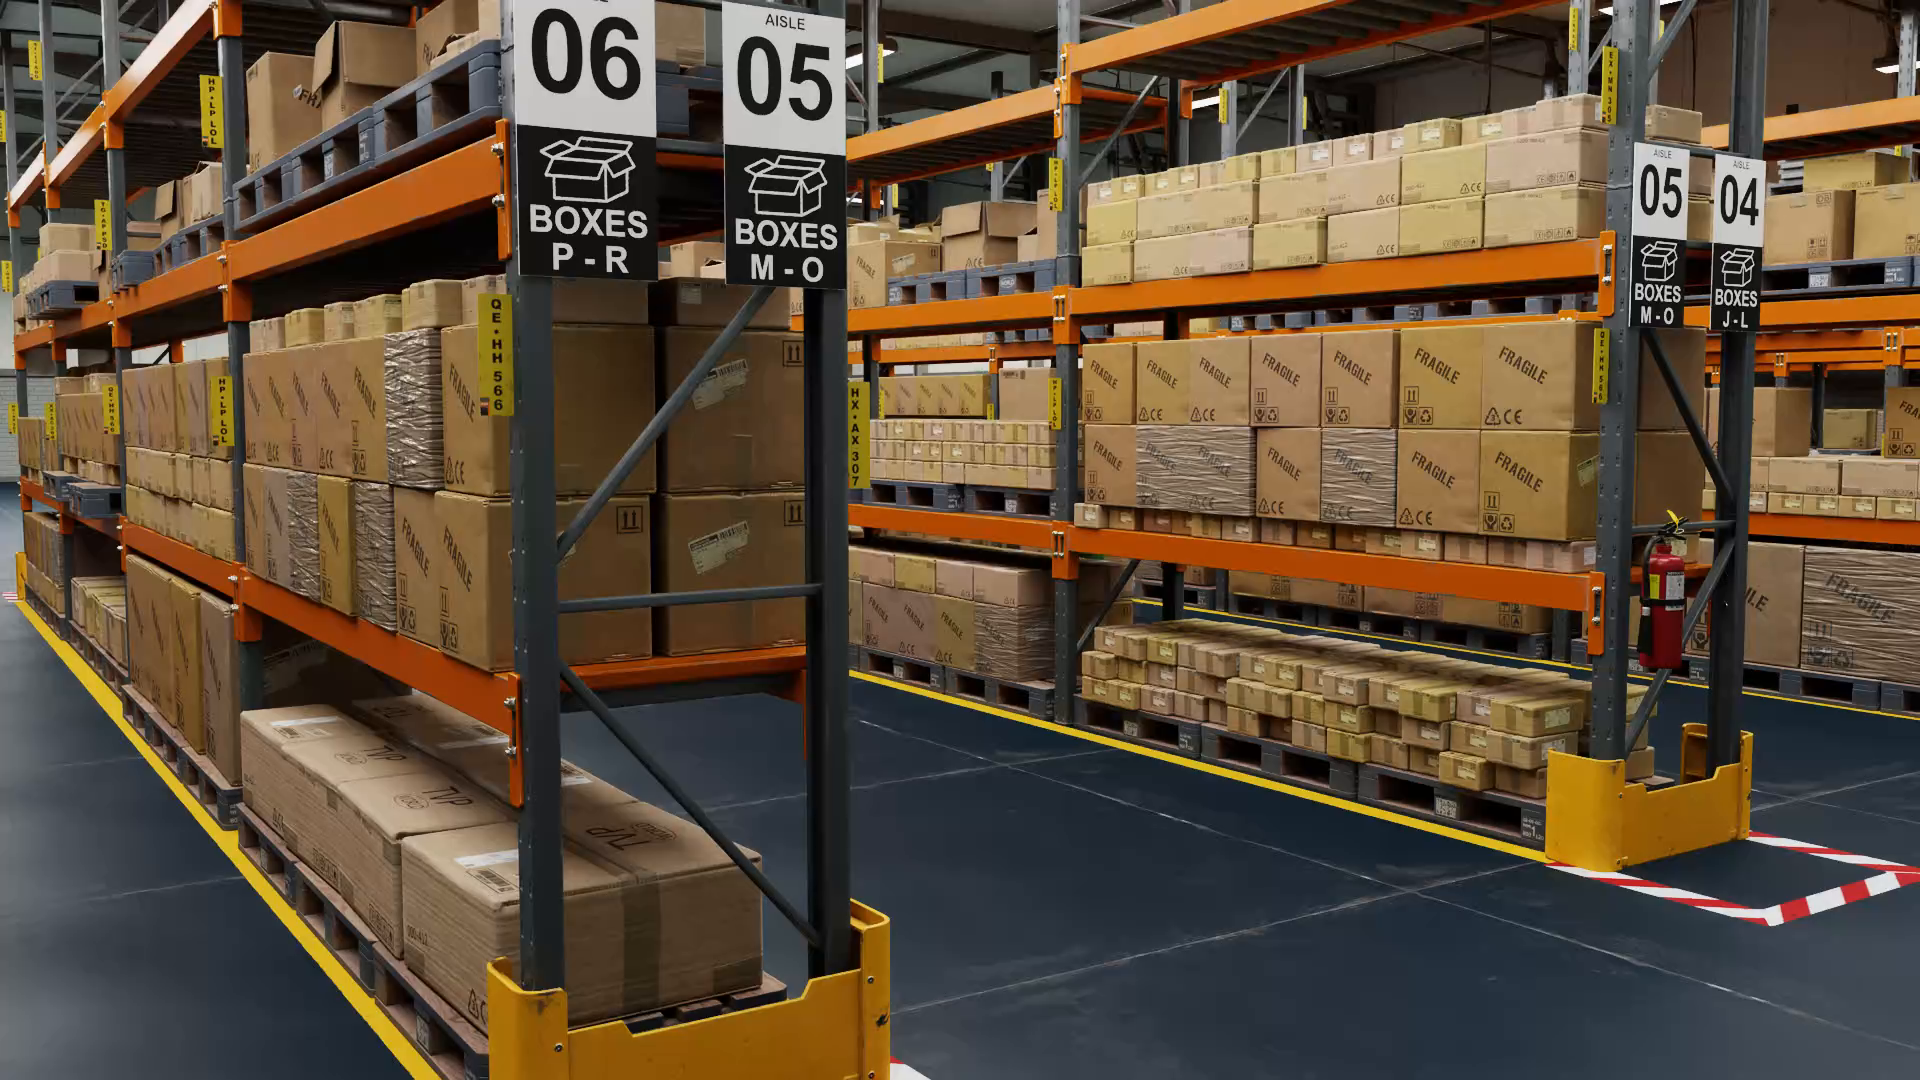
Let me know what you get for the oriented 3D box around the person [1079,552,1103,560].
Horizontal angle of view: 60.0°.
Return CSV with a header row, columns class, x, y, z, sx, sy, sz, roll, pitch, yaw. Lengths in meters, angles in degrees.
class,x,y,z,sx,sy,sz,roll,pitch,yaw
person,1.262,-0.116,16.087,0.560,1.782,0.494,-3,5,-33
